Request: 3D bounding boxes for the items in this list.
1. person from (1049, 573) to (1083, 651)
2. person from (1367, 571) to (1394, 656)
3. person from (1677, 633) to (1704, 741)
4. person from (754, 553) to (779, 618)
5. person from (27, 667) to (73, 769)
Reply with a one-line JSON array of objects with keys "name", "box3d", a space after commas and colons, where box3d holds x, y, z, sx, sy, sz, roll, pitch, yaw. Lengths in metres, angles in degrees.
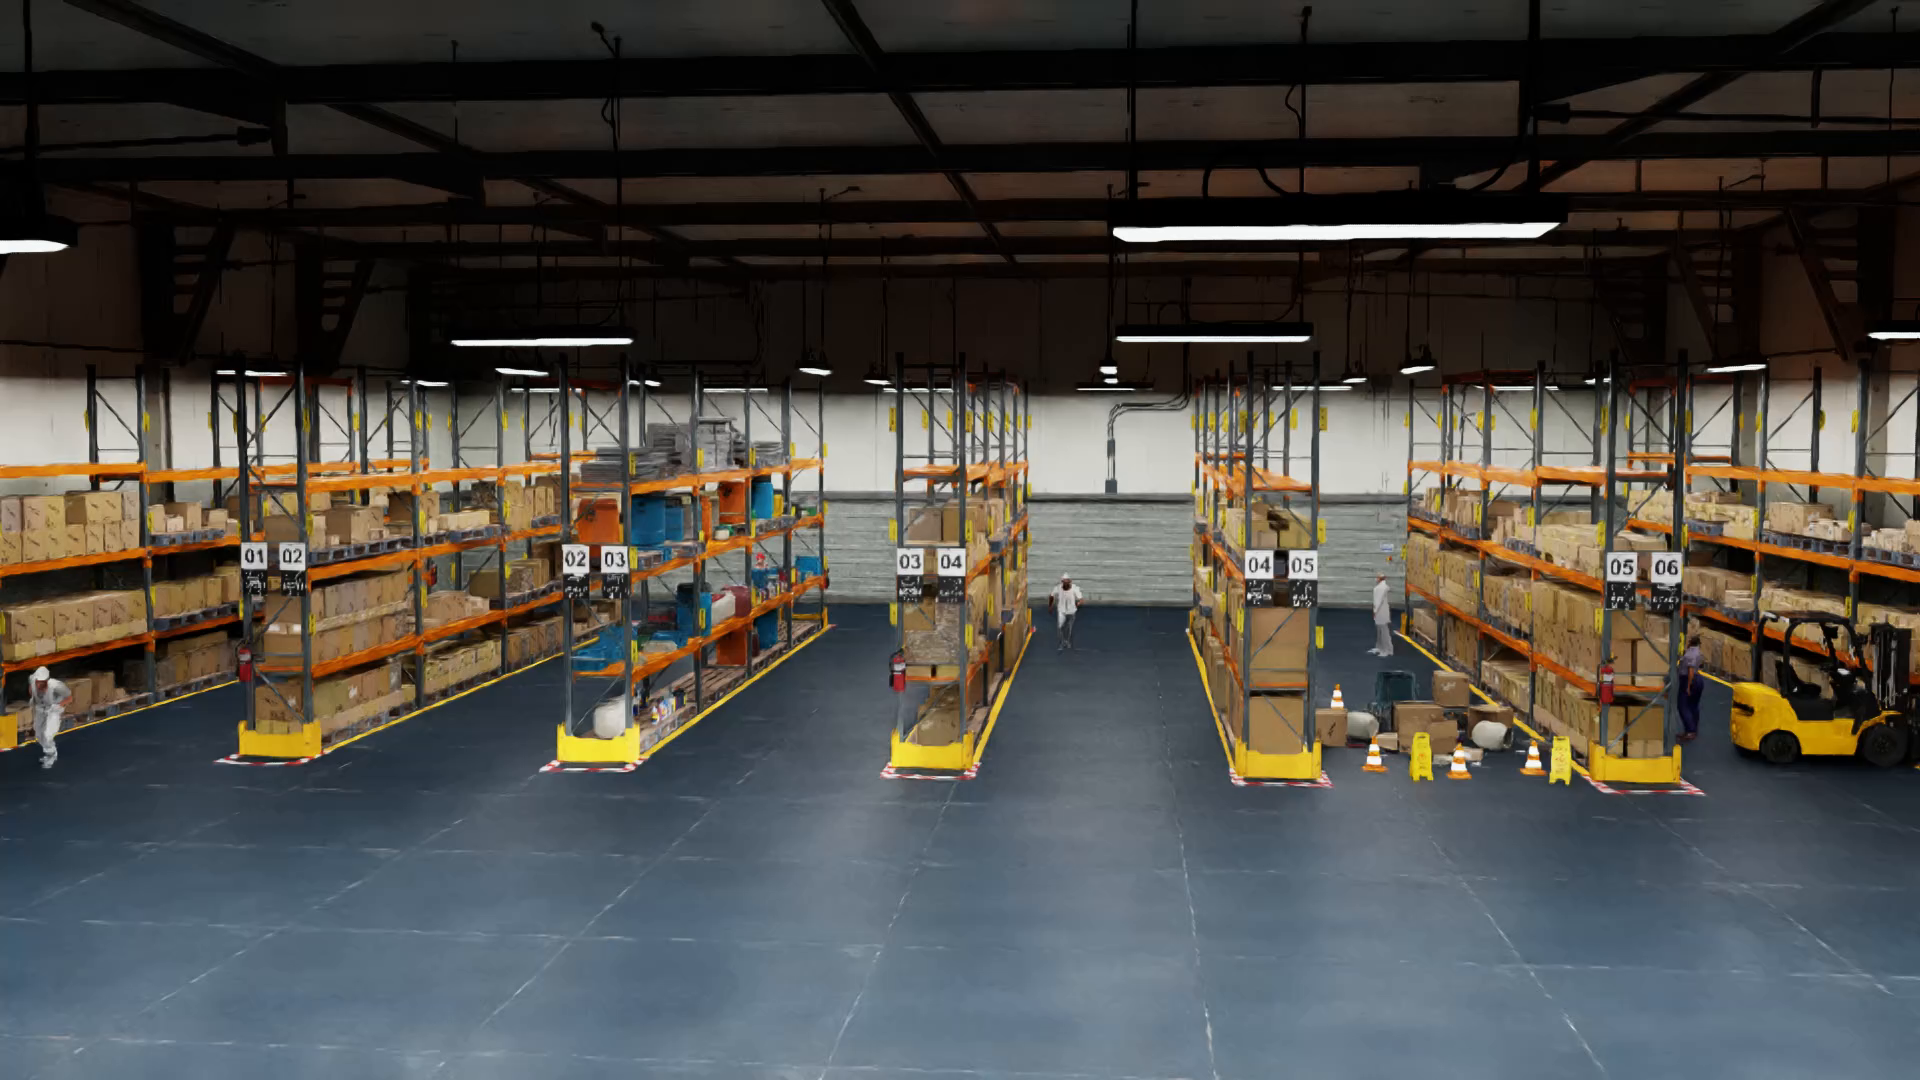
[{"name": "person", "box3d": [2.323, 1.562, 36.443, 0.739, 1.692, 0.860, 0, 4, 1]}, {"name": "person", "box3d": [9.053, 1.674, 35.736, 0.578, 1.616, 0.639, 1, 4, 20]}, {"name": "person", "box3d": [11.547, 2.324, 26.341, 0.399, 1.678, 0.630, 4, 5, 42]}, {"name": "person", "box3d": [-4.903, 1.175, 41.654, 0.602, 1.738, 1.003, 2, 4, 22]}, {"name": "person", "box3d": [-13.203, 2.546, 24.126, 0.671, 1.524, 0.969, 0, 4, 0]}]
